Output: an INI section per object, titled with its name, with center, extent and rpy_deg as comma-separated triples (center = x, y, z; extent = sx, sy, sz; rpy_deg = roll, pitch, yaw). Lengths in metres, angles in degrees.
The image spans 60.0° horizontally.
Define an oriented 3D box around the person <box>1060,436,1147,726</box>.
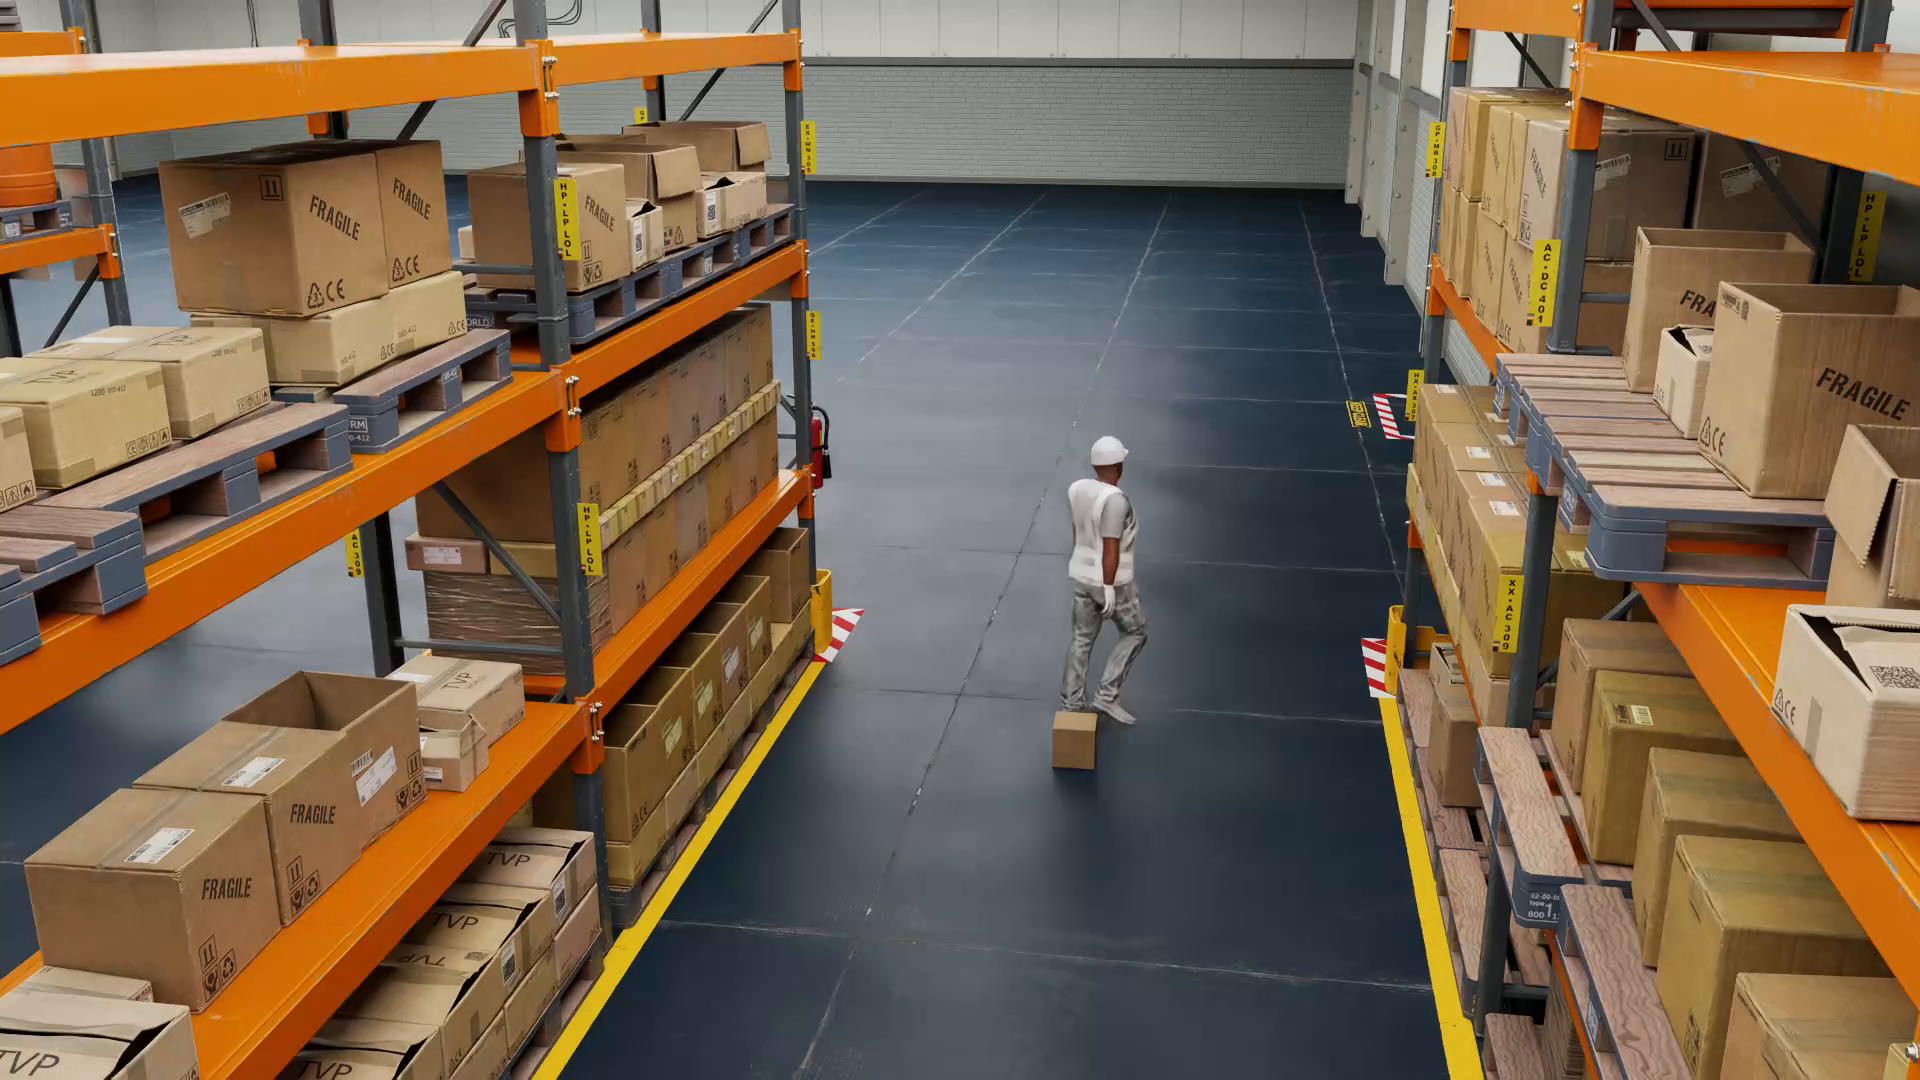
[person]
center = 0.844, 0.246, 10.163
extent = 0.519, 1.767, 0.619
rpy_deg = -12, 21, -33
